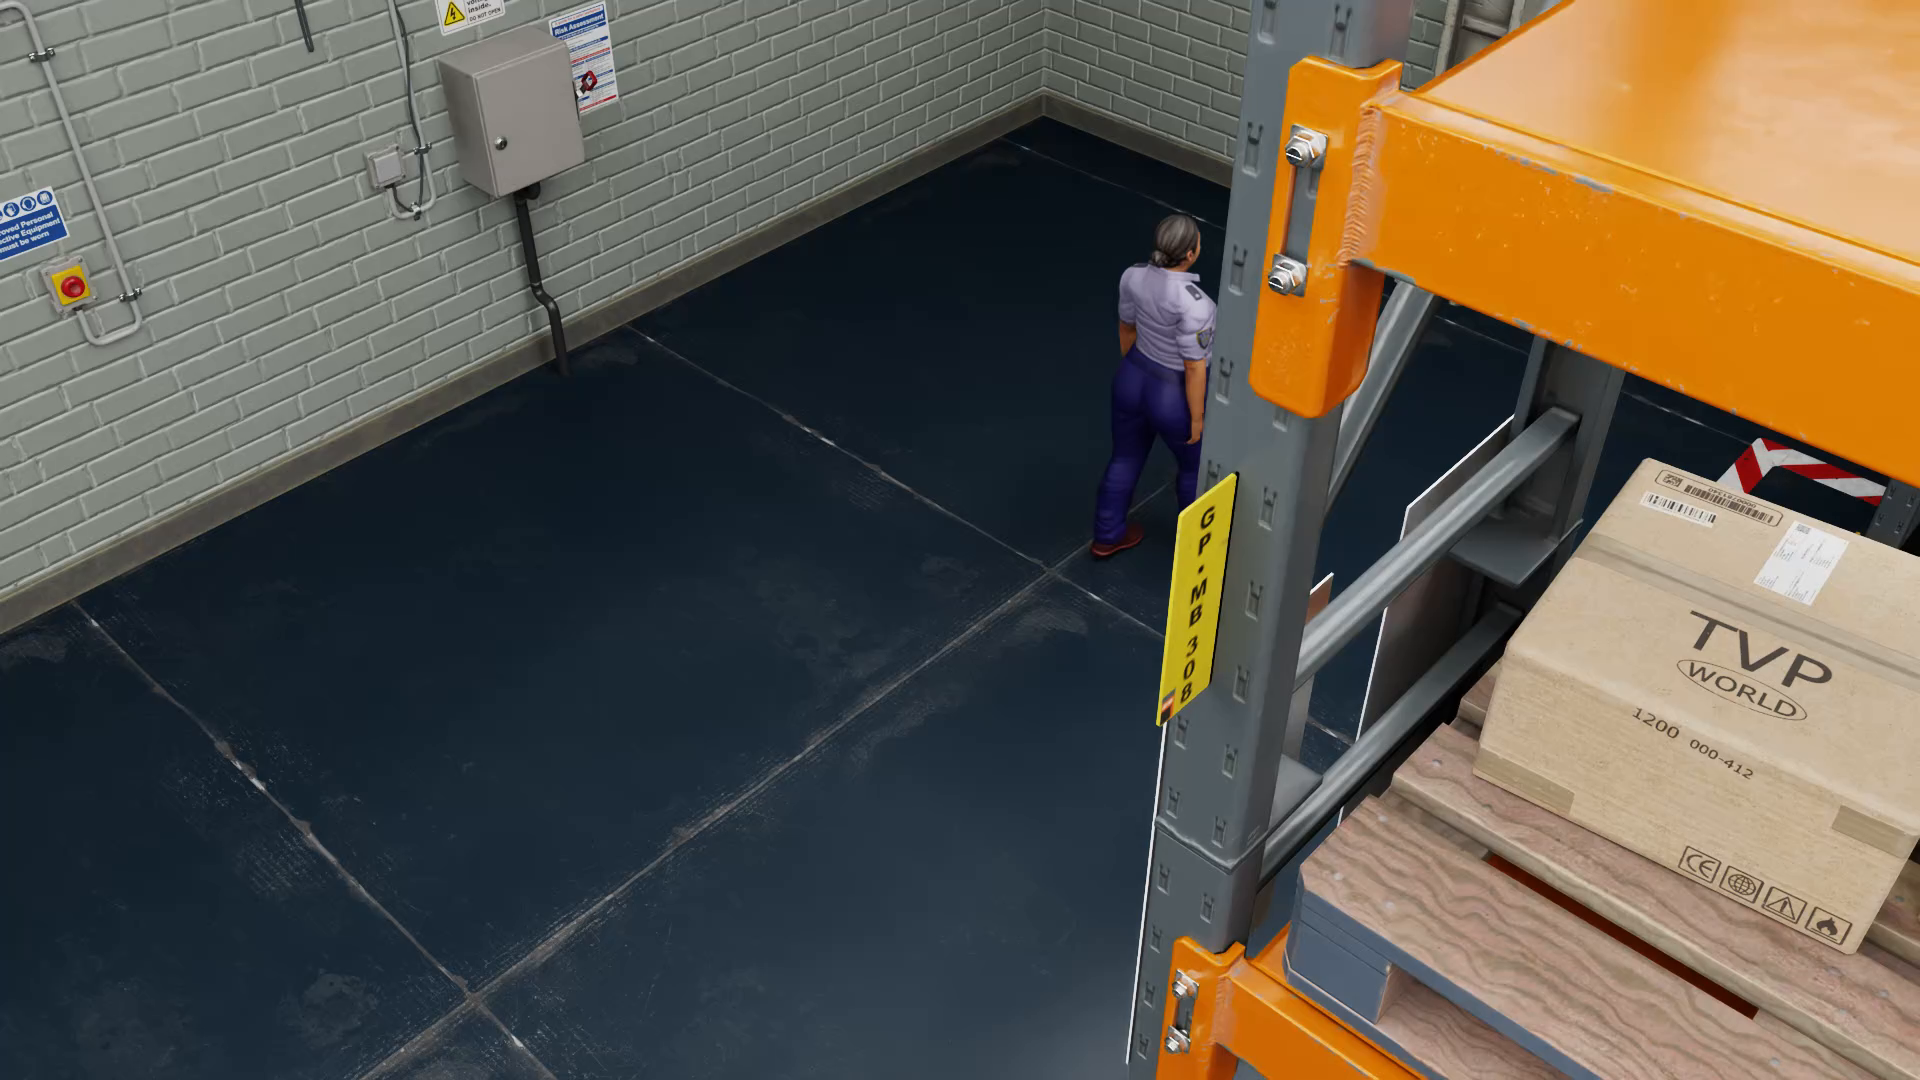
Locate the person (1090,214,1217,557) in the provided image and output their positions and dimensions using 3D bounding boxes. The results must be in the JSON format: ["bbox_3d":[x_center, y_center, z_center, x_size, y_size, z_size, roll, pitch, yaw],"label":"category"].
[{"bbox_3d":[0.898,-0.644,6.933,0.642,1.644,0.483,-31,49,-32],"label":"person"}]
